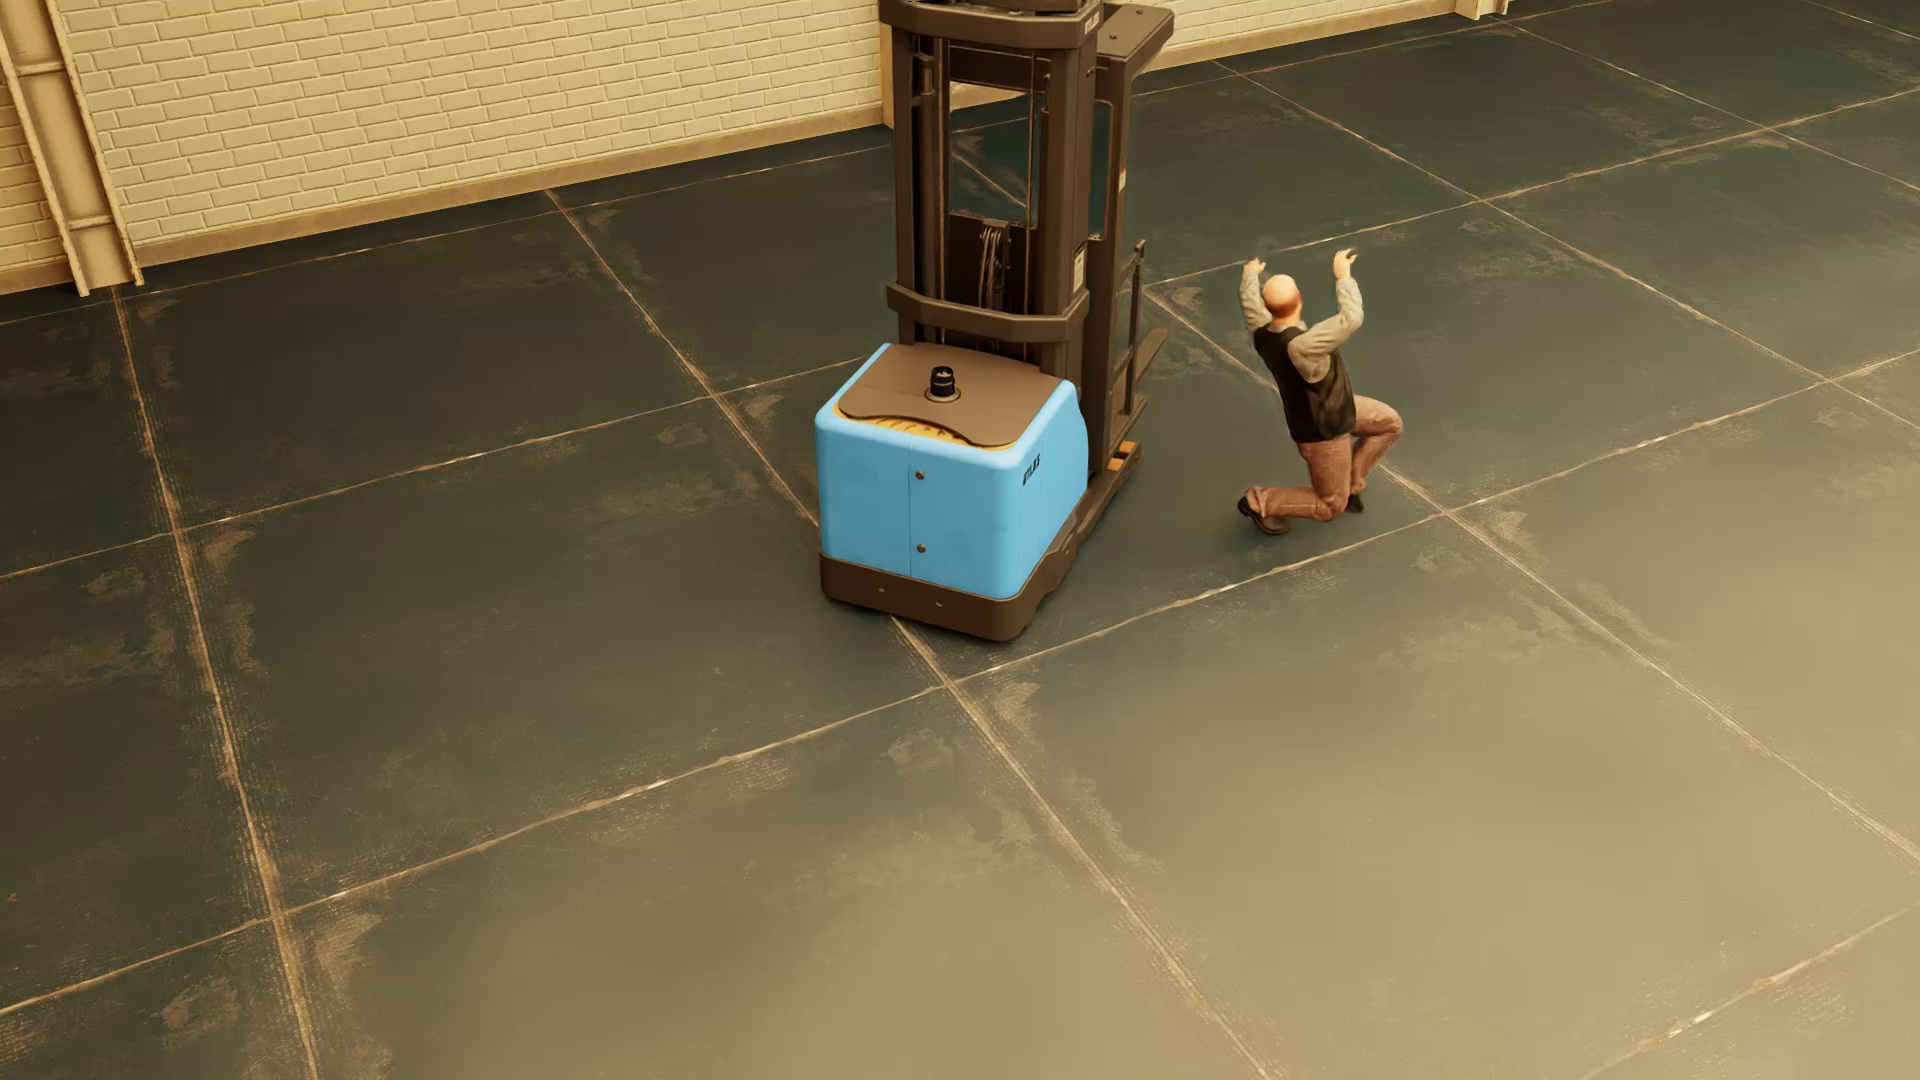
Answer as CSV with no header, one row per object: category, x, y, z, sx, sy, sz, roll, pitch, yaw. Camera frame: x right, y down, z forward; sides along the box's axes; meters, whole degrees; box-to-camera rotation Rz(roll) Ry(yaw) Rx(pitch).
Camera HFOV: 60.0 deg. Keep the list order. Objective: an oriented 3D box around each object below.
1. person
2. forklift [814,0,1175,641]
person,1.860,-0.840,8.560,0.872,1.540,1.064,0,35,1
forklift,0.356,-1.564,8.335,1.130,2.935,3.031,14,38,19
